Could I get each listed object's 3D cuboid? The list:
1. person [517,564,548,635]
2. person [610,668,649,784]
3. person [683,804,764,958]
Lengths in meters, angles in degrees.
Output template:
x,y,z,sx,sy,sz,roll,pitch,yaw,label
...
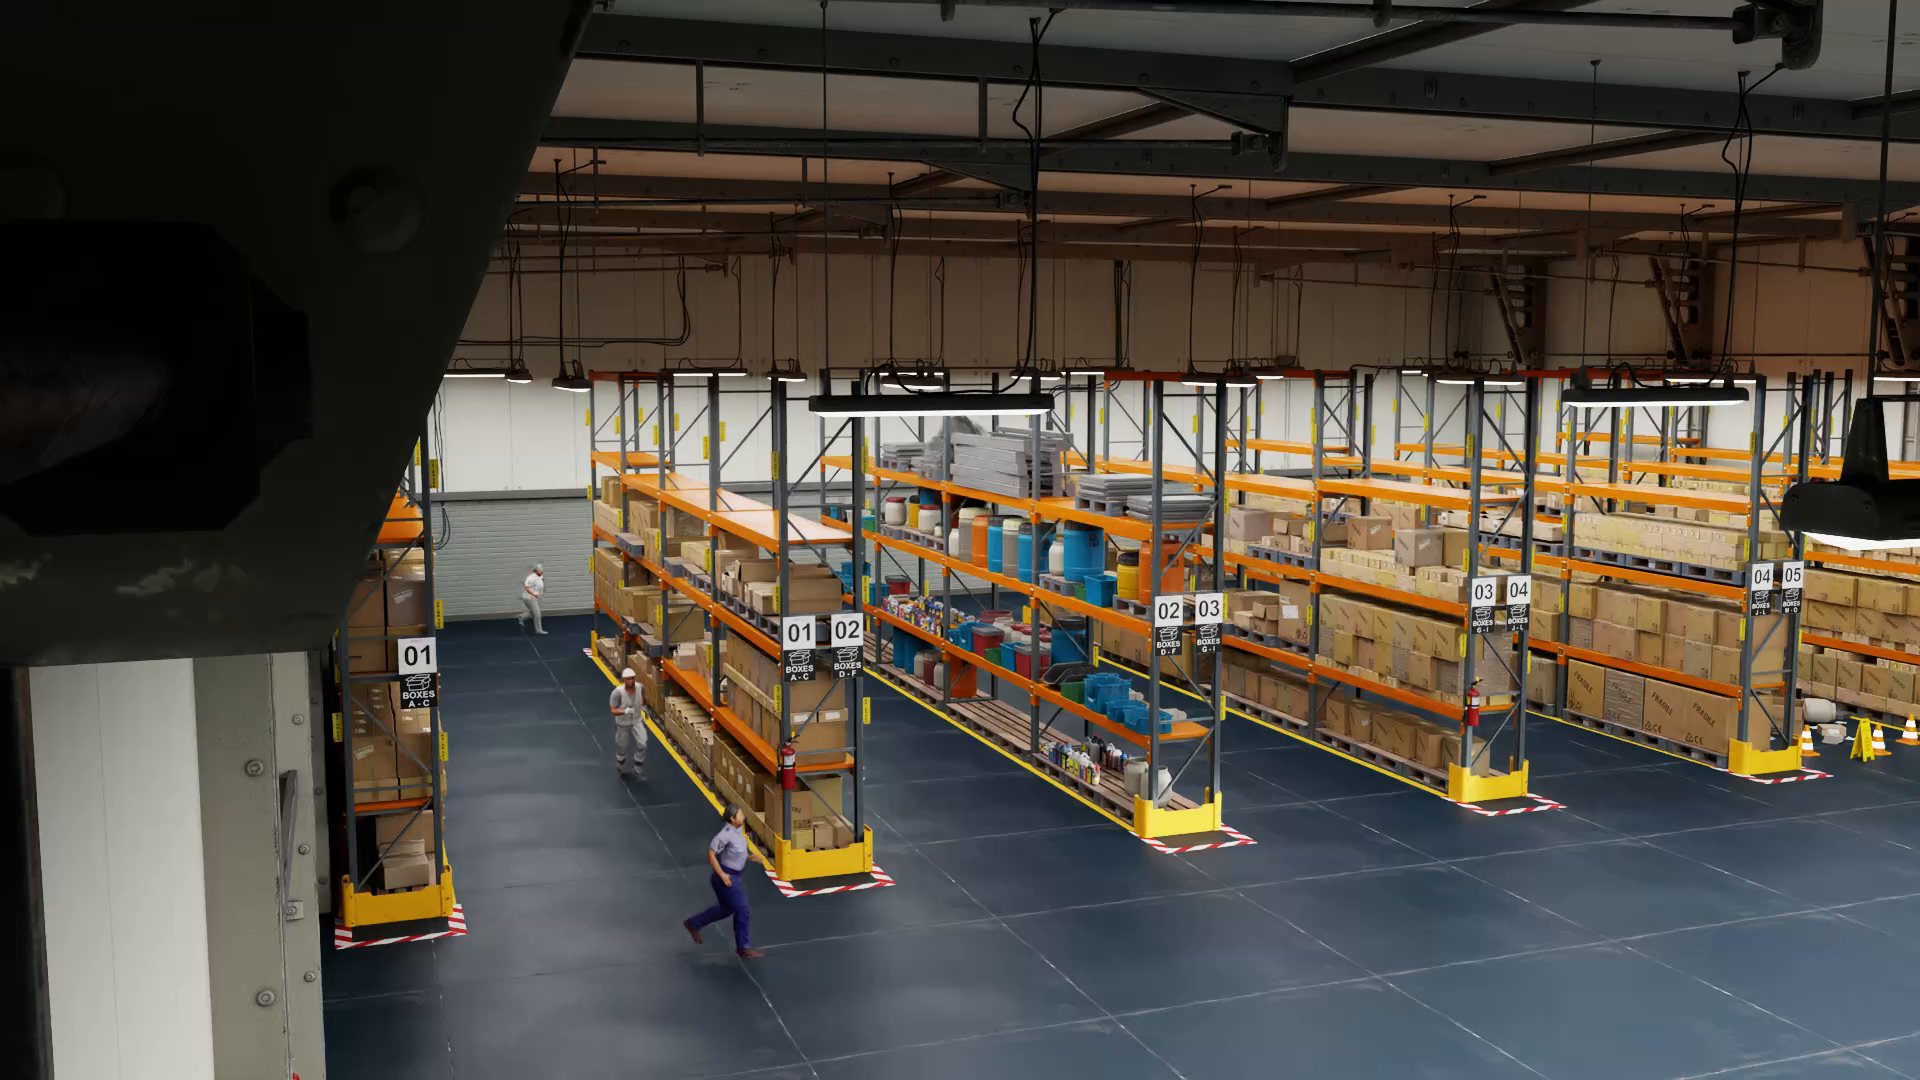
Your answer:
x,y,z,sx,sy,sz,roll,pitch,yaw,label
-9.709,1.342,37.635,0.783,1.621,0.603,2,7,19,person
-4.888,2.716,24.592,0.620,1.724,0.974,-3,7,-24,person
-2.500,3.600,17.514,0.853,1.638,0.586,0,6,2,person
